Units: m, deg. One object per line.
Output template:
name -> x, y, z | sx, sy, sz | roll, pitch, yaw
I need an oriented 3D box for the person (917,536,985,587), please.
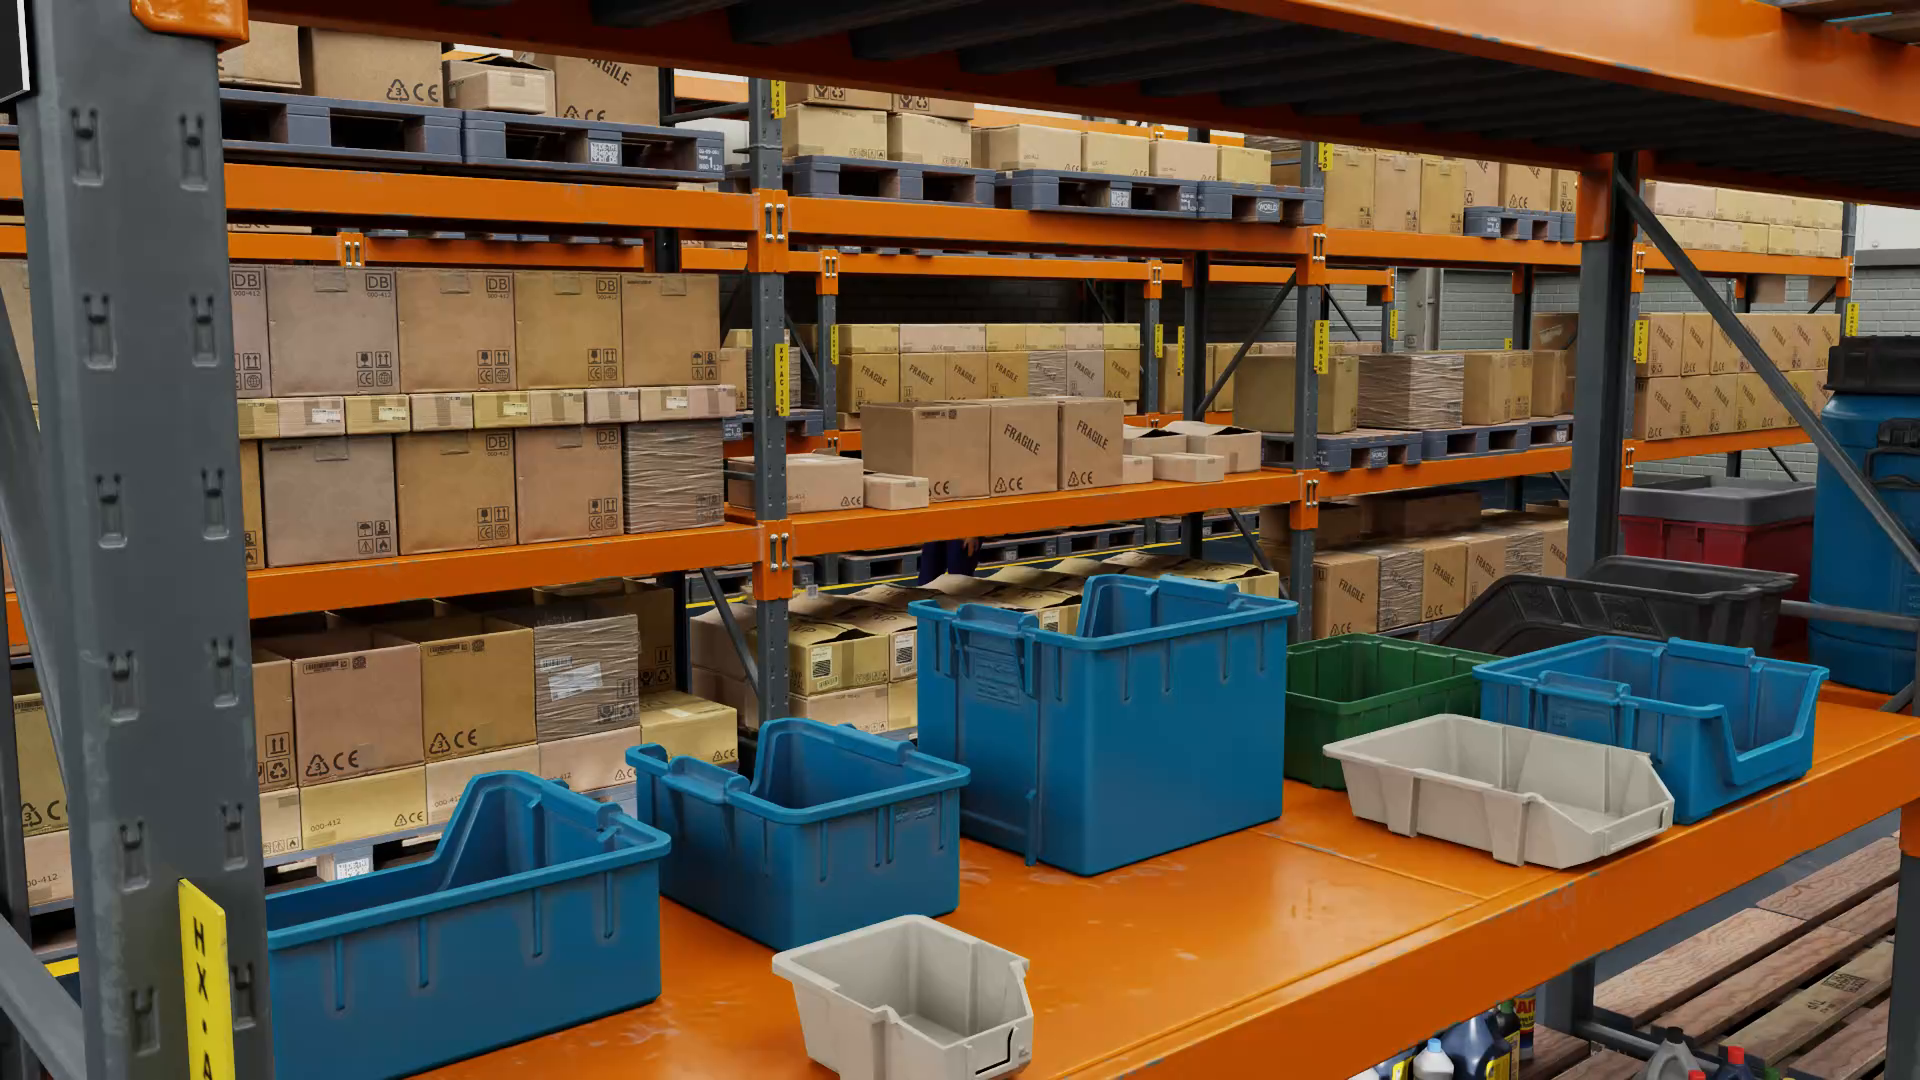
person -> -0.140, 0.259, 11.166 | 0.501, 1.034, 0.525 | -7, 10, -41
